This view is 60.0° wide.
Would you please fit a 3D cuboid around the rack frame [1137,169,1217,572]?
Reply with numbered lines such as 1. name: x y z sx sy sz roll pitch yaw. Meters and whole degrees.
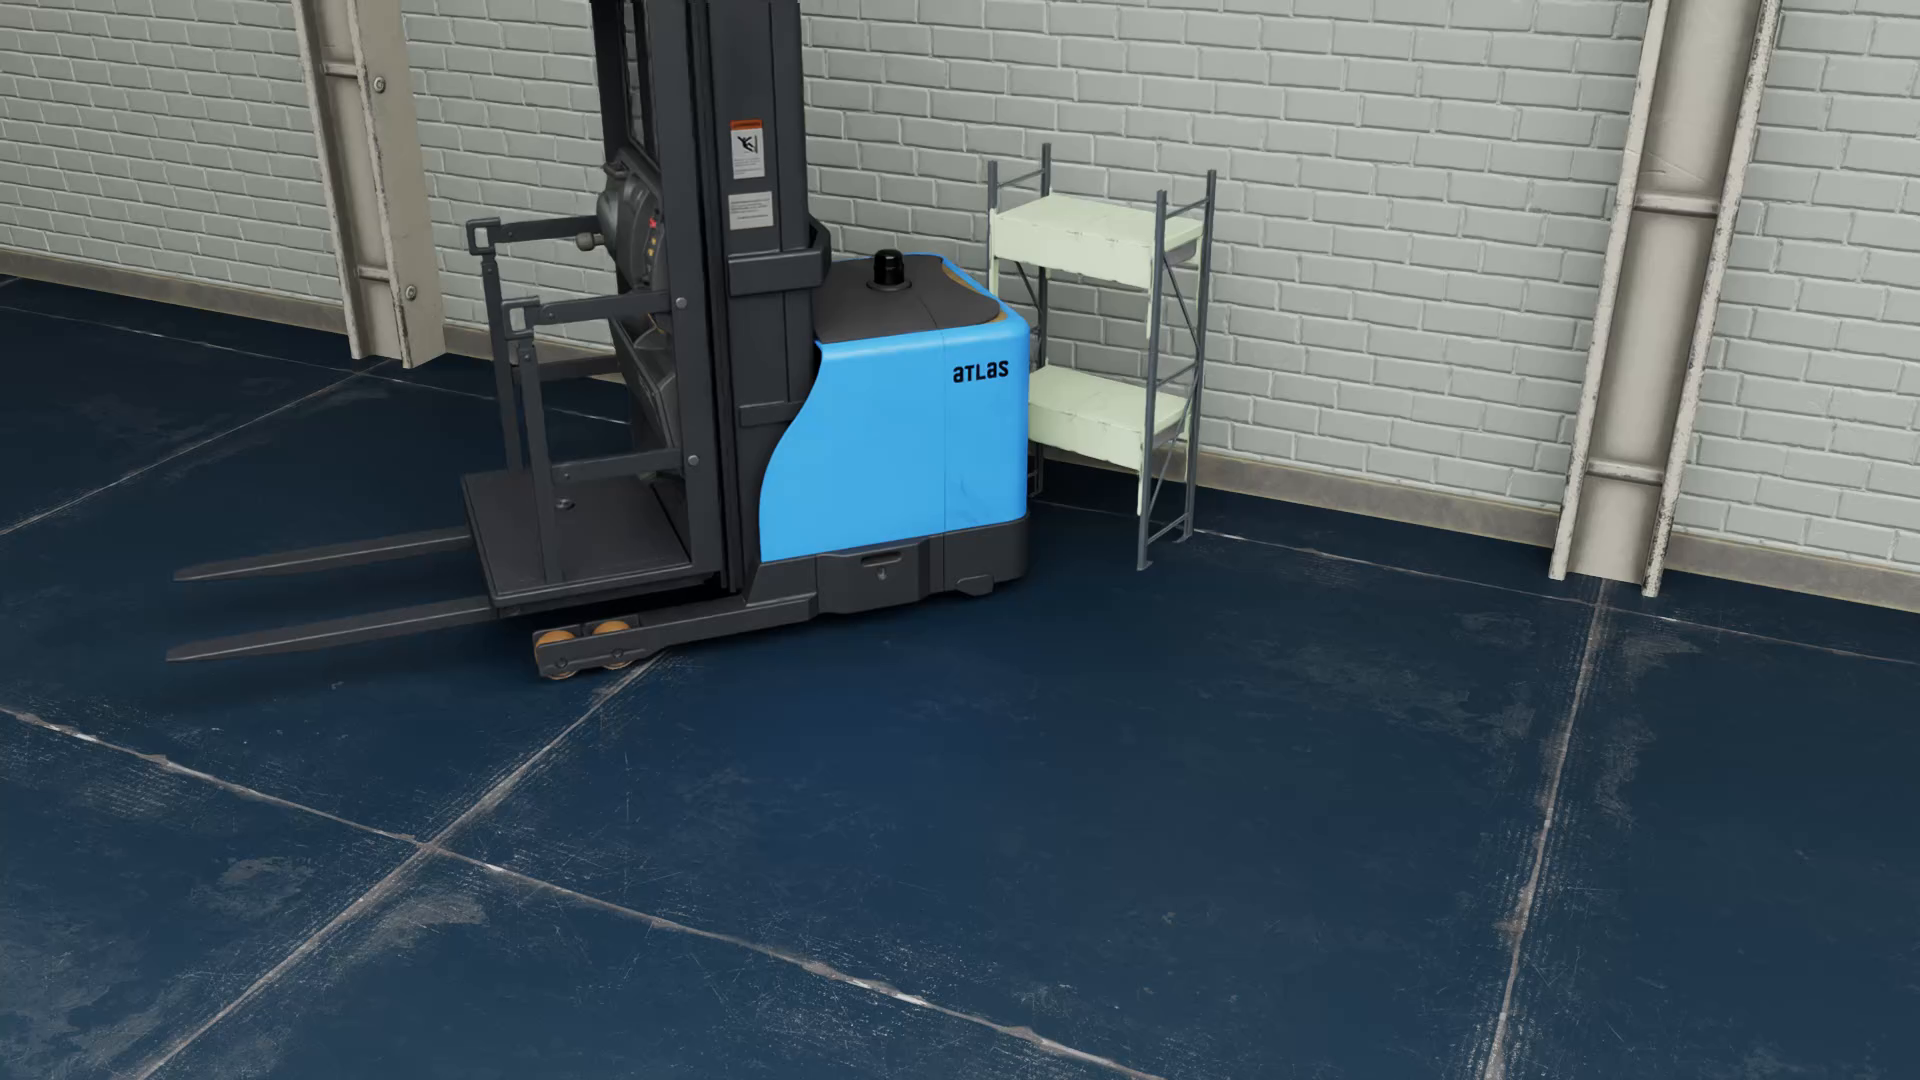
1. rack frame: 0.819 -0.622 6.316 0.023 1.500 0.400 18 31 32

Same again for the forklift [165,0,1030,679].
1. forklift: -1.306 -1.096 5.657 3.031 2.935 1.130 -10 28 -19

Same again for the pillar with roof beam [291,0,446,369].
1. pillar with roof beam: -4.717 -3.283 3.230 0.400 9.000 9.100 11 28 22

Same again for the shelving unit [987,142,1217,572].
1. shelving unit: 0.525 -0.718 6.511 0.755 1.500 0.431 18 31 32

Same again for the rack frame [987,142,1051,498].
1. rack frame: 0.230 -0.814 6.706 0.023 1.500 0.400 18 31 32

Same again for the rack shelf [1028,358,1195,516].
1. rack shelf: 0.525 -0.426 6.655 0.720 0.370 0.431 18 31 32

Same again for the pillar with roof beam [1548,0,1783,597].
1. pillar with roof beam: 0.745 -2.186 1.001 0.400 9.000 9.100 11 28 22

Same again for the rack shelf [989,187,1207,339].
1. rack shelf: 0.525 -1.068 6.338 0.720 0.370 0.431 18 31 32
